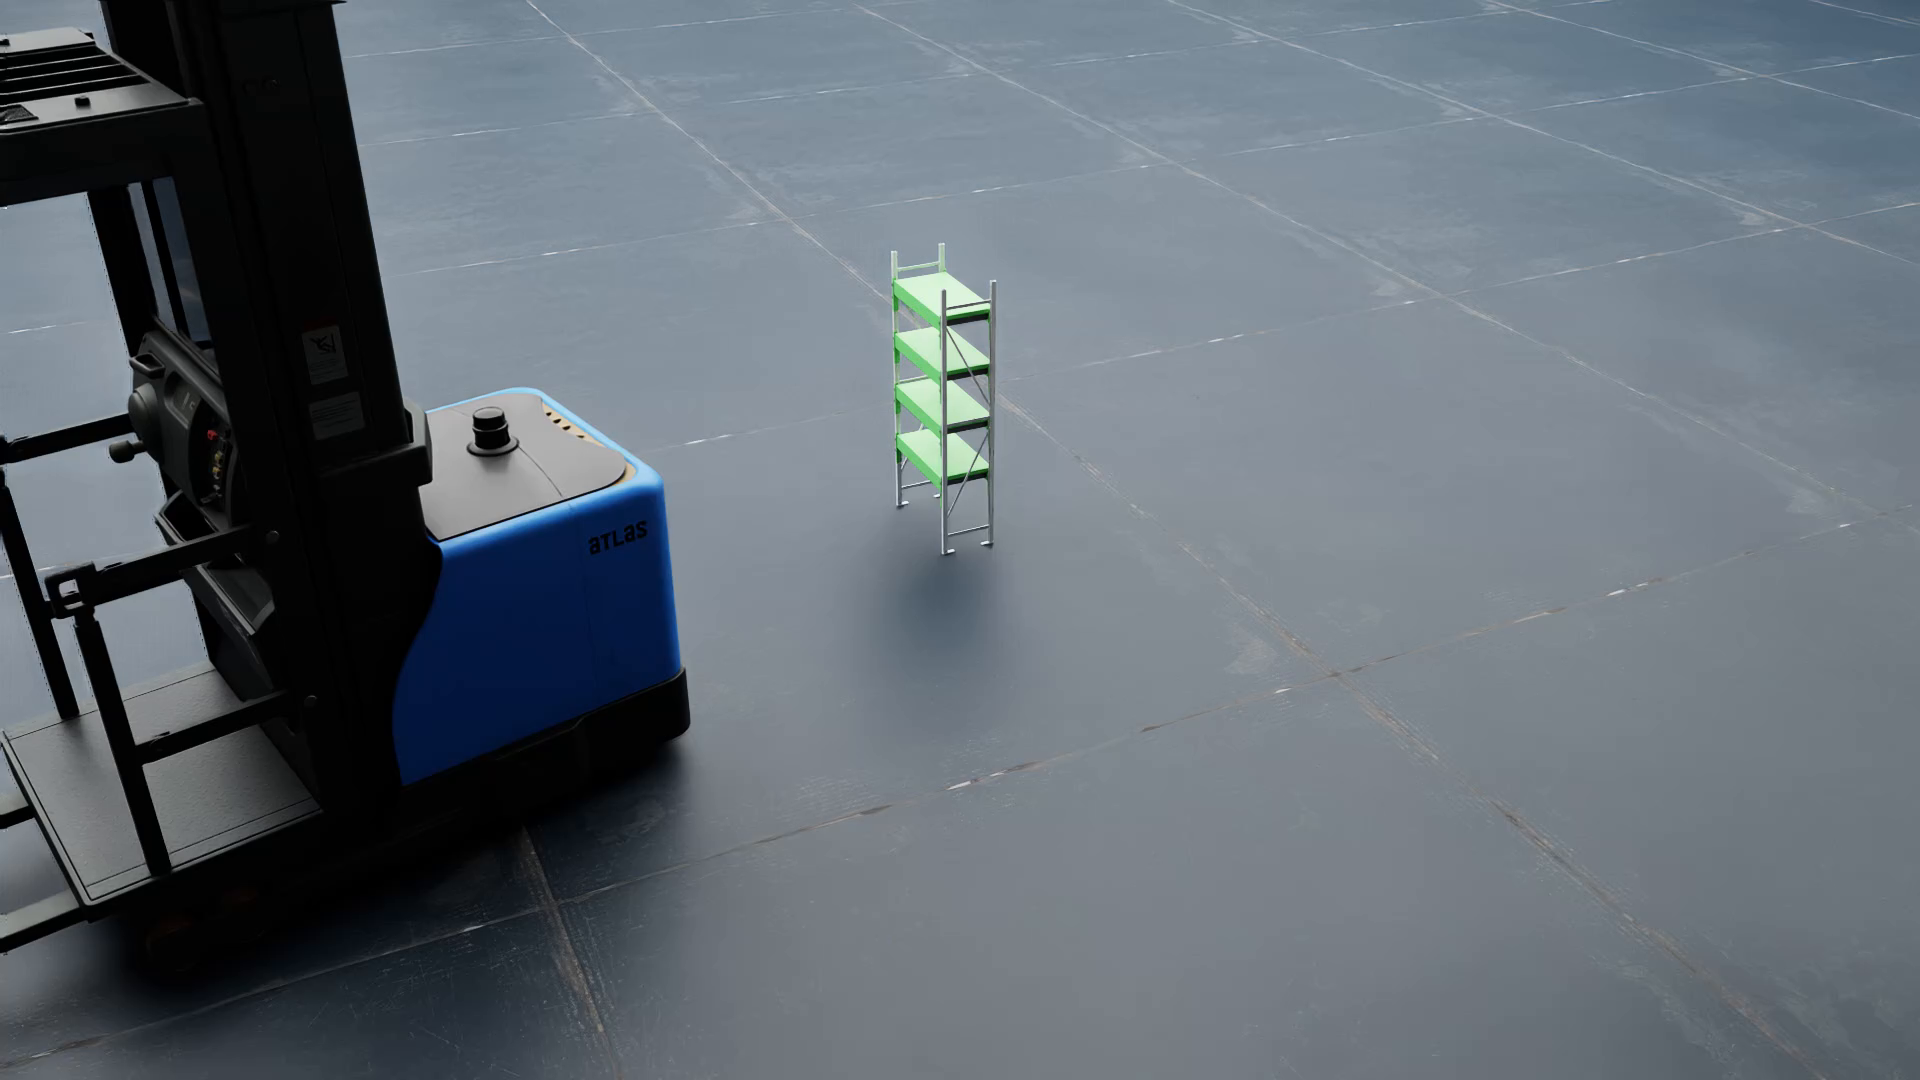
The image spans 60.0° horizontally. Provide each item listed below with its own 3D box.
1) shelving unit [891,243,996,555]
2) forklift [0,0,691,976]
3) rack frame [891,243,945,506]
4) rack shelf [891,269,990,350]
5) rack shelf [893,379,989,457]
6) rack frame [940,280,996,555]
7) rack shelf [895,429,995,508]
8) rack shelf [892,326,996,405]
[{"bbox_3d":[-0.071,-0.596,7.087,0.258,1.200,0.503,-13,32,-22],"label":"shelving unit"},{"bbox_3d":[-2.426,-0.285,4.761,3.031,2.935,1.130,-22,36,-33],"label":"forklift"},{"bbox_3d":[-0.176,-0.704,7.279,0.240,1.200,0.015,-13,32,-22],"label":"rack frame"},{"bbox_3d":[-0.071,-0.959,6.883,0.258,0.148,0.480,-13,32,-22],"label":"rack shelf"},{"bbox_3d":[-0.071,-0.541,7.118,0.258,0.148,0.480,-13,32,-22],"label":"rack shelf"},{"bbox_3d":[0.034,-0.489,6.895,0.240,1.200,0.015,-13,32,-22],"label":"rack frame"},{"bbox_3d":[-0.071,-0.331,7.236,0.258,0.148,0.480,-13,32,-22],"label":"rack shelf"},{"bbox_3d":[-0.071,-0.750,7.001,0.258,0.148,0.480,-13,32,-22],"label":"rack shelf"}]
